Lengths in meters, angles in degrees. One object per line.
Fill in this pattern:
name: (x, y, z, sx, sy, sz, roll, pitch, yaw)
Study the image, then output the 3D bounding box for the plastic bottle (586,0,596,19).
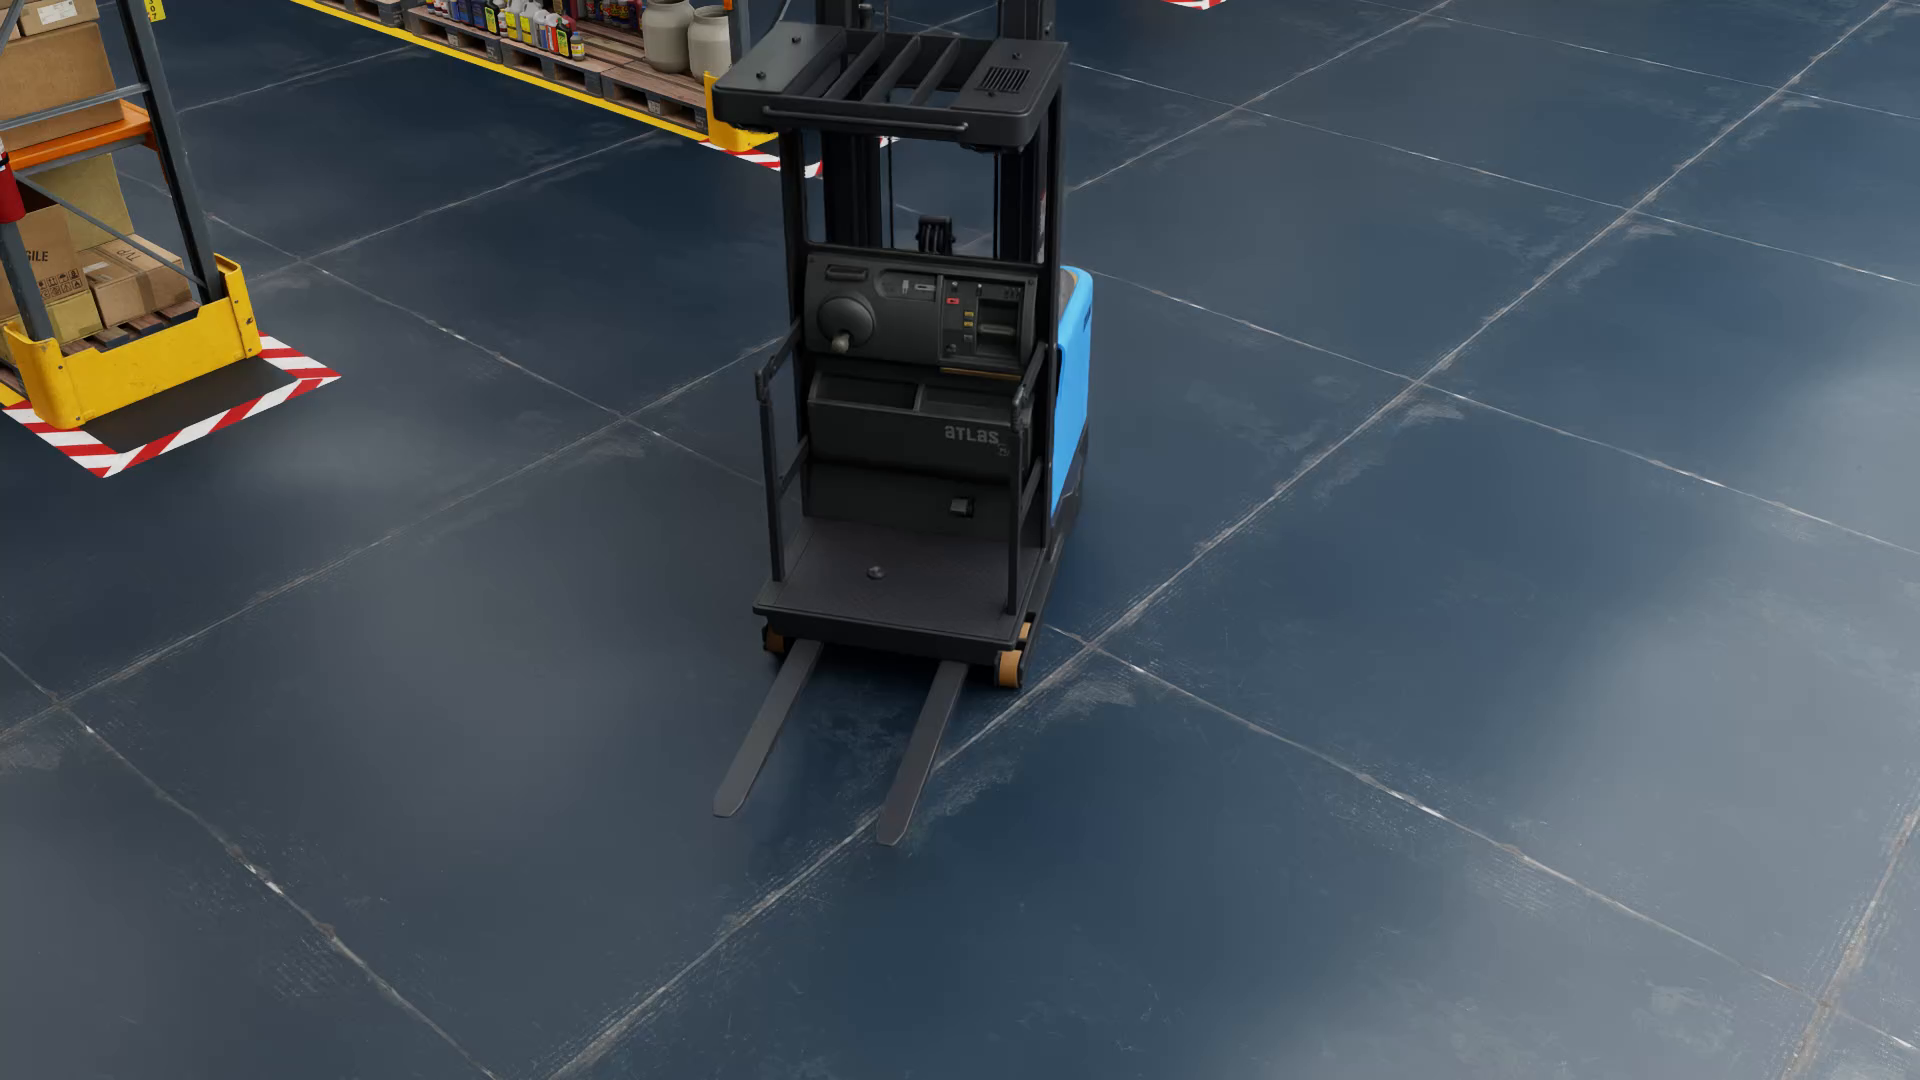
plastic bottle: (-2.993, -4.359, 13.530, 0.097, 0.201, 0.097, 0, 34, 0)

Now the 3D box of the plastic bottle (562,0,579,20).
plastic bottle: (-3.169, -4.377, 13.484, 0.133, 0.283, 0.061, 25, 42, 32)

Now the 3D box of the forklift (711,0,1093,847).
forklift: (-0.208, -0.835, 6.376, 1.130, 2.935, 3.031, 8, 35, 11)

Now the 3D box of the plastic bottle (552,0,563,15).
plastic bottle: (-3.270, -4.430, 13.562, 0.133, 0.283, 0.061, 25, 42, 32)

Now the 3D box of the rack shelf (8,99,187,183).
rack shelf: (-5.934, -2.542, 9.437, 4.000, 0.370, 1.077, 25, 42, 32)

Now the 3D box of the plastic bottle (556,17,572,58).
plastic bottle: (-3.018, -3.838, 12.700, 0.133, 0.283, 0.061, 26, 42, 33)

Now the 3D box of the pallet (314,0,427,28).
pallet: (-4.928, -4.835, 14.604, 1.213, 0.211, 1.003, 25, 42, 32)

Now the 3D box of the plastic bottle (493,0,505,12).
plastic bottle: (-3.662, -4.195, 13.230, 0.097, 0.271, 0.097, 0, 34, 0)

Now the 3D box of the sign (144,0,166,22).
sign: (-4.038, -2.743, 8.260, 0.005, 0.325, 0.100, 25, 42, 32)

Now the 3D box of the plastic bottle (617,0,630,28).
plastic bottle: (-2.682, -4.241, 13.297, 0.097, 0.271, 0.097, 0, 34, 0)

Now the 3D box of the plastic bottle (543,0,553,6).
plastic bottle: (-3.472, -4.629, 13.792, 0.185, 0.351, 0.144, 23, 41, 30)

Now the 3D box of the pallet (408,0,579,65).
pallet: (-3.810, -4.306, 13.833, 1.213, 0.211, 1.003, 25, 42, 32)

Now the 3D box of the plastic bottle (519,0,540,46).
plastic bottle: (-3.330, -4.043, 12.939, 0.185, 0.351, 0.144, 27, 43, 34)

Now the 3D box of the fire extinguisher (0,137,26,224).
fire extinguisher: (-4.604, -1.837, 7.844, 0.183, 0.674, 0.296, 25, 42, 32)

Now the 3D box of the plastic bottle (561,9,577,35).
plastic bottle: (-3.026, -3.954, 12.868, 0.133, 0.283, 0.061, 25, 42, 32)

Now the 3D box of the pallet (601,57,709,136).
pallet: (-1.935, -3.422, 12.546, 1.213, 0.211, 1.003, 25, 42, 32)

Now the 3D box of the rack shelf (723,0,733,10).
rack shelf: (-2.762, -4.696, 12.573, 4.000, 0.370, 1.077, 25, 42, 32)

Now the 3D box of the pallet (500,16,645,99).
pallet: (-2.868, -3.864, 13.190, 1.213, 0.211, 1.003, 25, 42, 32)

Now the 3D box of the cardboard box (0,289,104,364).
cardboard box: (-4.998, -1.220, 8.934, 0.500, 0.250, 0.500, 25, 42, 32)

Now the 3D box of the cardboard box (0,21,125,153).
cardboard box: (-4.748, -2.330, 8.405, 0.500, 0.500, 0.700, 25, 42, 32)

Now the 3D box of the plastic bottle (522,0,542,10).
plastic bottle: (-3.397, -4.154, 13.166, 0.135, 0.276, 0.152, 25, 42, 32)

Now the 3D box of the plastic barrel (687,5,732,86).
plastic barrel: (-1.780, -3.621, 12.199, 0.421, 0.512, 0.421, 0, 34, 0)

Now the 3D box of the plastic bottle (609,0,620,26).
plastic bottle: (-2.759, -4.277, 13.350, 0.097, 0.271, 0.097, 0, 34, 0)

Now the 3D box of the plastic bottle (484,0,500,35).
plastic bottle: (-3.699, -4.159, 13.167, 0.133, 0.283, 0.061, 27, 43, 34)

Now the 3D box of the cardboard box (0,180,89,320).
cardboard box: (-5.000, -1.528, 8.720, 0.500, 0.500, 0.500, 25, 42, 32)

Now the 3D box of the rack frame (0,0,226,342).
rack frame: (-4.397, -2.114, 8.179, 0.127, 3.000, 1.000, 25, 42, 32)

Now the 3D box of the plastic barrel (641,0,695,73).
plastic barrel: (-2.165, -3.802, 12.463, 0.421, 0.512, 0.421, 0, 34, 0)

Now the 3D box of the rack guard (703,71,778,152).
rack guard: (-1.314, -3.244, 12.033, 0.348, 0.500, 1.175, 25, 42, 32)

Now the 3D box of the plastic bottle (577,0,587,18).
plastic bottle: (-3.102, -4.420, 13.554, 0.135, 0.276, 0.152, 26, 42, 33)

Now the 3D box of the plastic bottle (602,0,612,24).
plastic bottle: (-2.836, -4.284, 13.422, 0.097, 0.201, 0.097, 0, 34, 0)

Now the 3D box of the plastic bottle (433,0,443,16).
plastic bottle: (-4.257, -4.402, 13.593, 0.097, 0.201, 0.097, 0, 34, 0)

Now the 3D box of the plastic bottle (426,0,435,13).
plastic bottle: (-4.335, -4.467, 13.627, 0.097, 0.271, 0.097, 0, 34, 0)

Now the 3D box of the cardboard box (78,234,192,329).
cardboard box: (-4.667, -1.445, 9.262, 0.500, 0.250, 0.500, 25, 42, 32)

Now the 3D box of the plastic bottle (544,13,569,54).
plastic bottle: (-3.093, -3.904, 12.803, 0.135, 0.276, 0.152, 26, 42, 32)

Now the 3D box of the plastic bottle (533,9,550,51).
plastic bottle: (-3.200, -3.954, 12.876, 0.135, 0.276, 0.152, 24, 41, 31)

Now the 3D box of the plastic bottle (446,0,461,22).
plastic bottle: (-4.069, -4.364, 13.472, 0.135, 0.276, 0.152, 27, 43, 33)

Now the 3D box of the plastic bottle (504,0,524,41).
plastic bottle: (-3.473, -4.111, 13.038, 0.185, 0.351, 0.144, 25, 42, 31)

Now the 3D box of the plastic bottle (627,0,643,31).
plastic bottle: (-2.581, -4.212, 13.244, 0.133, 0.283, 0.061, 26, 42, 33)

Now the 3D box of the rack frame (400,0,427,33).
rack frame: (-4.299, -5.717, 13.425, 0.127, 3.000, 1.000, 25, 42, 32)

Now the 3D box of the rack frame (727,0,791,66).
rack frame: (-1.225, -4.268, 11.315, 0.127, 3.000, 1.000, 25, 42, 32)

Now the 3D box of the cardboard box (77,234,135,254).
cardboard box: (-5.054, -1.624, 9.523, 0.500, 0.250, 0.500, 25, 42, 32)

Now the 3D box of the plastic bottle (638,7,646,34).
plastic bottle: (-2.499, -4.125, 13.191, 0.097, 0.201, 0.097, 0, 34, 0)

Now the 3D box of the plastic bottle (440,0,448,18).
plastic bottle: (-4.178, -4.365, 13.539, 0.097, 0.201, 0.097, 0, 34, 0)

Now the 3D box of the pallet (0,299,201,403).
pallet: (-5.012, -1.224, 9.345, 1.213, 0.211, 1.003, 25, 42, 32)

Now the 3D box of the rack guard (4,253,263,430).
rack guard: (-4.379, -1.075, 8.874, 0.348, 0.500, 1.175, 25, 42, 32)

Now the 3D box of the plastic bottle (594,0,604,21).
plastic bottle: (-2.915, -4.351, 13.457, 0.097, 0.271, 0.097, 0, 34, 0)

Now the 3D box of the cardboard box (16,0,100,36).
cardboard box: (-4.561, -2.659, 8.310, 0.250, 0.149, 0.380, 25, 42, 32)

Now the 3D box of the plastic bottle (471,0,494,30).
plastic bottle: (-3.799, -4.265, 13.262, 0.185, 0.351, 0.144, 23, 41, 30)

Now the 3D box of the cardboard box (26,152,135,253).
cardboard box: (-5.053, -1.934, 9.312, 0.500, 0.500, 0.500, 25, 42, 32)

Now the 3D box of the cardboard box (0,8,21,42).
cardboard box: (-4.813, -2.478, 8.048, 0.250, 0.149, 0.380, 24, 41, 31)

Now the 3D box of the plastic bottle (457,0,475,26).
plastic bottle: (-3.944, -4.333, 13.361, 0.185, 0.351, 0.144, 26, 42, 33)

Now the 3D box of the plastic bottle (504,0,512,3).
plastic bottle: (-3.712, -4.636, 13.802, 0.185, 0.351, 0.144, 25, 42, 32)

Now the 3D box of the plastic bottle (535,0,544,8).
plastic bottle: (-3.548, -4.524, 13.706, 0.135, 0.276, 0.152, 25, 42, 32)

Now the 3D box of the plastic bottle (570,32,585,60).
plastic bottle: (-2.917, -3.770, 12.673, 0.097, 0.201, 0.097, 0, 34, 0)

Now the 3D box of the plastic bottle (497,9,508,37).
plastic bottle: (-3.597, -4.091, 13.140, 0.097, 0.201, 0.097, 0, 34, 0)
